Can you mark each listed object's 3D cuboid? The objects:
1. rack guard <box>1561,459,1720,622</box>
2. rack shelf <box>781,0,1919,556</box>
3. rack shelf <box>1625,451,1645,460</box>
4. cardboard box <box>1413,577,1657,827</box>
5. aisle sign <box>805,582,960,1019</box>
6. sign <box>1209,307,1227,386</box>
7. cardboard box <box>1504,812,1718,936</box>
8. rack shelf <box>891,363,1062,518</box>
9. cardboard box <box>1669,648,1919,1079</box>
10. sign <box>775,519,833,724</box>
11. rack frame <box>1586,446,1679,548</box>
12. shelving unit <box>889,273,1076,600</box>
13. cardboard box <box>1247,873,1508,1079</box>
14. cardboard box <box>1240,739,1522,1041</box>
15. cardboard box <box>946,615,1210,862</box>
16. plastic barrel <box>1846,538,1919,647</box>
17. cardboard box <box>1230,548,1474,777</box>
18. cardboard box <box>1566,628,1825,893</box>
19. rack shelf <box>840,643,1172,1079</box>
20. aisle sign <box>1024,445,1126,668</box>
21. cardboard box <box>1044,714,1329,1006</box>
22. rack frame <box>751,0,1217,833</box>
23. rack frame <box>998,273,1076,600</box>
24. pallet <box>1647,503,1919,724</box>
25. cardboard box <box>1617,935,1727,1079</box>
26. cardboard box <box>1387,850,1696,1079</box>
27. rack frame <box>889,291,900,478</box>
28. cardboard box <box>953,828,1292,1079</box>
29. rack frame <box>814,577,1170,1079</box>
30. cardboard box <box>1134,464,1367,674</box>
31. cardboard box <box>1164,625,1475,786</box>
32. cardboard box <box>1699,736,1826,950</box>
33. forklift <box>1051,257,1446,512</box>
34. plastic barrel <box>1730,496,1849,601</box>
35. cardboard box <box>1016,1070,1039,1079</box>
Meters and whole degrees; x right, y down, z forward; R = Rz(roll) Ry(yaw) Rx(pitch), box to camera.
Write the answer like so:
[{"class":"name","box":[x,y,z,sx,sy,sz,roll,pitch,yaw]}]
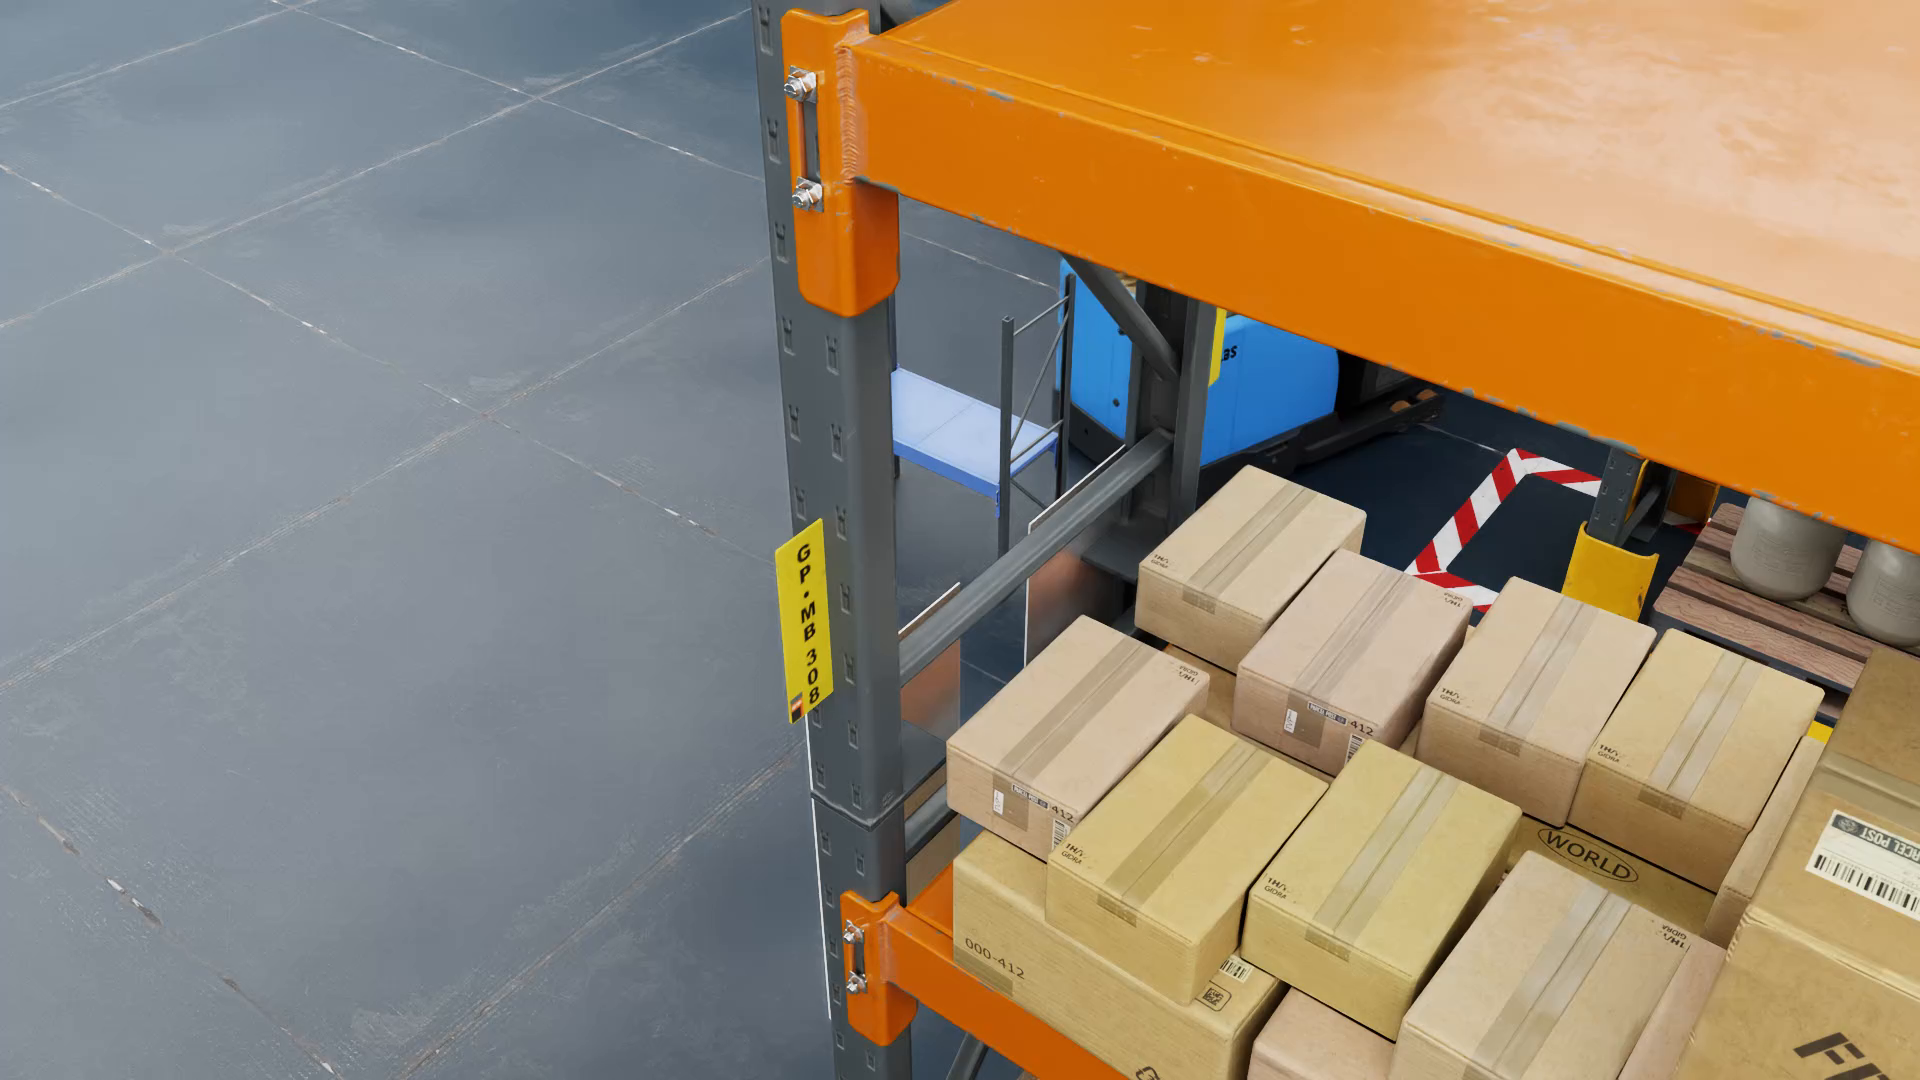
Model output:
[{"class":"rack guard","box":[3.209,-0.056,7.777,0.348,0.500,1.175,25,45,29]},{"class":"rack shelf","box":[1.699,0.051,1.333,4.000,0.370,1.077,25,45,29]},{"class":"rack shelf","box":[4.708,-0.014,6.279,4.000,0.370,1.077,25,45,29]},{"class":"cardboard box","box":[0.940,0.255,2.717,0.250,0.149,0.380,23,44,27]},{"class":"aisle sign","box":[-0.121,0.479,2.957,0.004,0.787,0.394,25,45,29]},{"class":"sign","box":[0.464,-0.415,3.056,0.005,0.325,0.100,25,45,29]},{"class":"cardboard box","box":[1.046,0.499,2.729,0.500,0.250,0.500,26,45,29]},{"class":"rack shelf","box":[-0.068,-0.481,7.800,1.000,0.185,0.538,25,45,29]},{"class":"cardboard box","box":[1.126,0.533,1.836,0.500,0.500,0.500,25,44,28]},{"class":"sign","box":[-0.219,0.120,2.382,0.005,0.325,0.100,25,45,29]},{"class":"rack frame","box":[3.120,-1.046,7.014,0.127,3.000,1.000,25,45,29]},{"class":"shelving unit","box":[-0.068,-0.622,7.689,1.048,1.500,0.538,25,45,29]},{"class":"cardboard box","box":[0.750,0.754,2.402,0.500,0.250,0.500,24,44,28]},{"class":"cardboard box","box":[0.612,0.495,2.410,0.250,0.149,0.380,24,44,28]},{"class":"cardboard box","box":[0.189,0.317,2.638,0.250,0.149,0.380,25,44,28]},{"class":"plastic barrel","box":[4.087,0.165,7.144,0.421,0.512,0.421,0,38,0]},{"class":"cardboard box","box":[0.656,0.206,2.779,0.250,0.149,0.380,24,44,27]},{"class":"cardboard box","box":[1.154,0.337,2.612,0.250,0.149,0.380,26,45,29]},{"class":"rack shelf","box":[1.699,1.230,2.256,4.000,0.370,1.077,25,45,29]},{"class":"aisle sign","box":[0.244,0.185,3.332,0.004,0.787,0.394,25,45,29]},{"class":"cardboard box","box":[0.336,0.461,2.454,0.250,0.149,0.380,26,45,29]},{"class":"rack frame","box":[0.111,-0.983,2.067,0.127,3.000,1.000,25,45,29]},{"class":"rack frame","box":[0.336,-0.432,7.446,0.032,1.500,0.500,25,45,29]},{"class":"pallet","box":[3.851,0.364,7.474,1.213,0.211,1.003,25,45,29]},{"class":"cardboard box","box":[0.975,0.725,2.116,0.250,0.149,0.380,25,45,28]},{"class":"cardboard box","box":[0.785,0.632,2.235,0.250,0.149,0.380,27,46,30]},{"class":"rack frame","box":[-0.472,-0.813,7.932,0.032,1.500,0.500,25,45,29]},{"class":"cardboard box","box":[0.336,0.564,2.645,0.500,0.250,0.500,27,45,30]},{"class":"rack frame","box":[0.111,1.379,3.916,0.127,3.000,1.000,25,45,29]},{"class":"cardboard box","box":[0.521,0.051,2.977,0.250,0.149,0.380,25,45,29]},{"class":"cardboard box","box":[0.648,0.313,2.966,0.500,0.250,0.500,26,45,30]},{"class":"cardboard box","box":[1.275,0.491,2.415,0.250,0.149,0.380,26,45,29]},{"class":"forklift","box":[1.991,-1.977,8.258,3.031,2.935,1.130,-22,43,-26]},{"class":"plastic barrel","box":[3.689,-0.023,7.384,0.421,0.512,0.421,0,38,0]},{"class":"cardboard box","box":[0.382,1.168,3.052,0.500,0.500,0.500,25,45,29]}]
